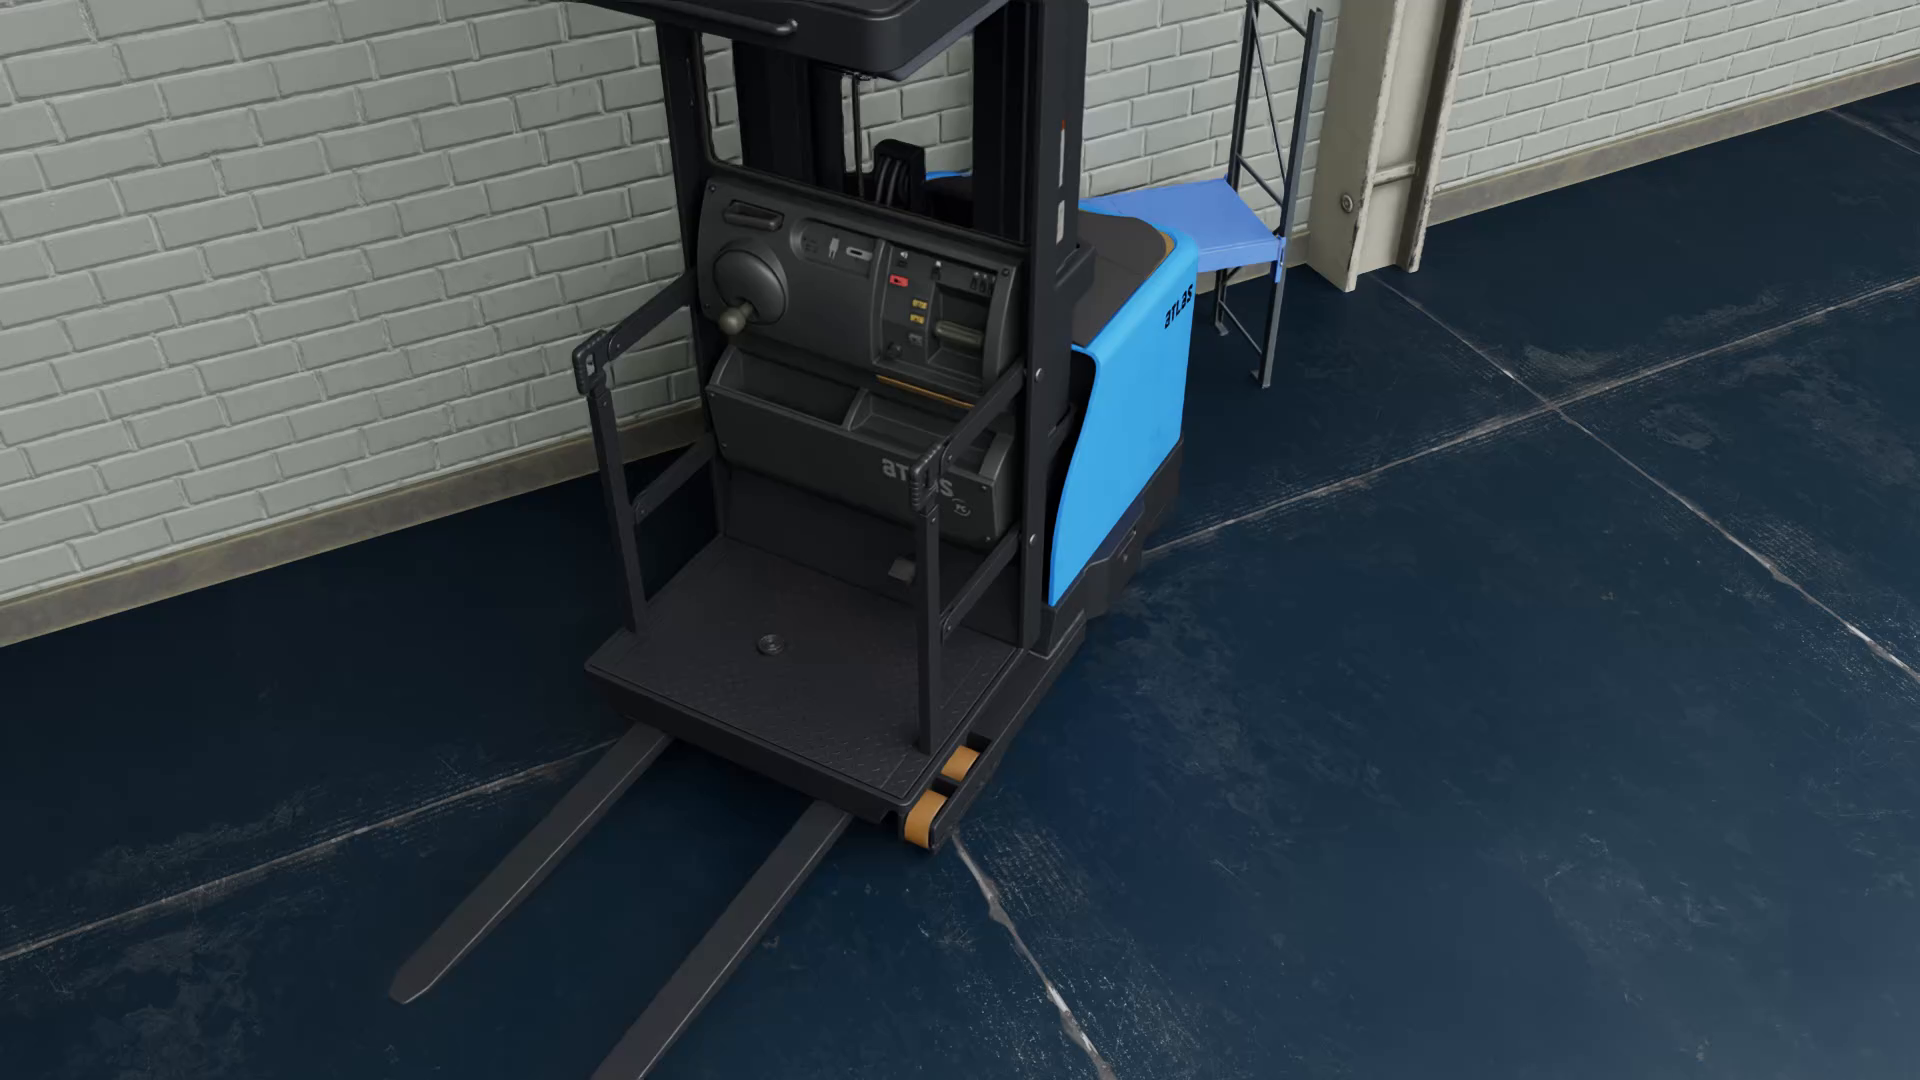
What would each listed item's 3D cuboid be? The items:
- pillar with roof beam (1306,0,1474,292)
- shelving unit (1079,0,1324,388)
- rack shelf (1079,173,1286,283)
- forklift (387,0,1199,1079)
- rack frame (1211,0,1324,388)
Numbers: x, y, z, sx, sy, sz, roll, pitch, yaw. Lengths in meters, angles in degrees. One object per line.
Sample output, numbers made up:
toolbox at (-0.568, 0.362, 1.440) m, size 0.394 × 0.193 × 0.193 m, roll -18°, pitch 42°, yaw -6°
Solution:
pillar with roof beam at (3.708, -2.153, 1.329) m, size 0.400 × 9.000 × 9.100 m, roll -19°, pitch 44°, yaw -21°
shelving unit at (0.628, -1.224, 6.035) m, size 1.048 × 1.500 × 0.538 m, roll -11°, pitch 41°, yaw -13°
rack shelf at (0.628, -1.086, 6.151) m, size 1.000 × 0.185 × 0.538 m, roll -11°, pitch 41°, yaw -13°
forklift at (-0.385, -0.582, 4.169) m, size 1.130 × 2.935 × 3.031 m, roll 20°, pitch 44°, yaw 22°
rack frame at (1.114, -1.319, 6.147) m, size 0.032 × 1.500 × 0.500 m, roll -11°, pitch 41°, yaw -13°
